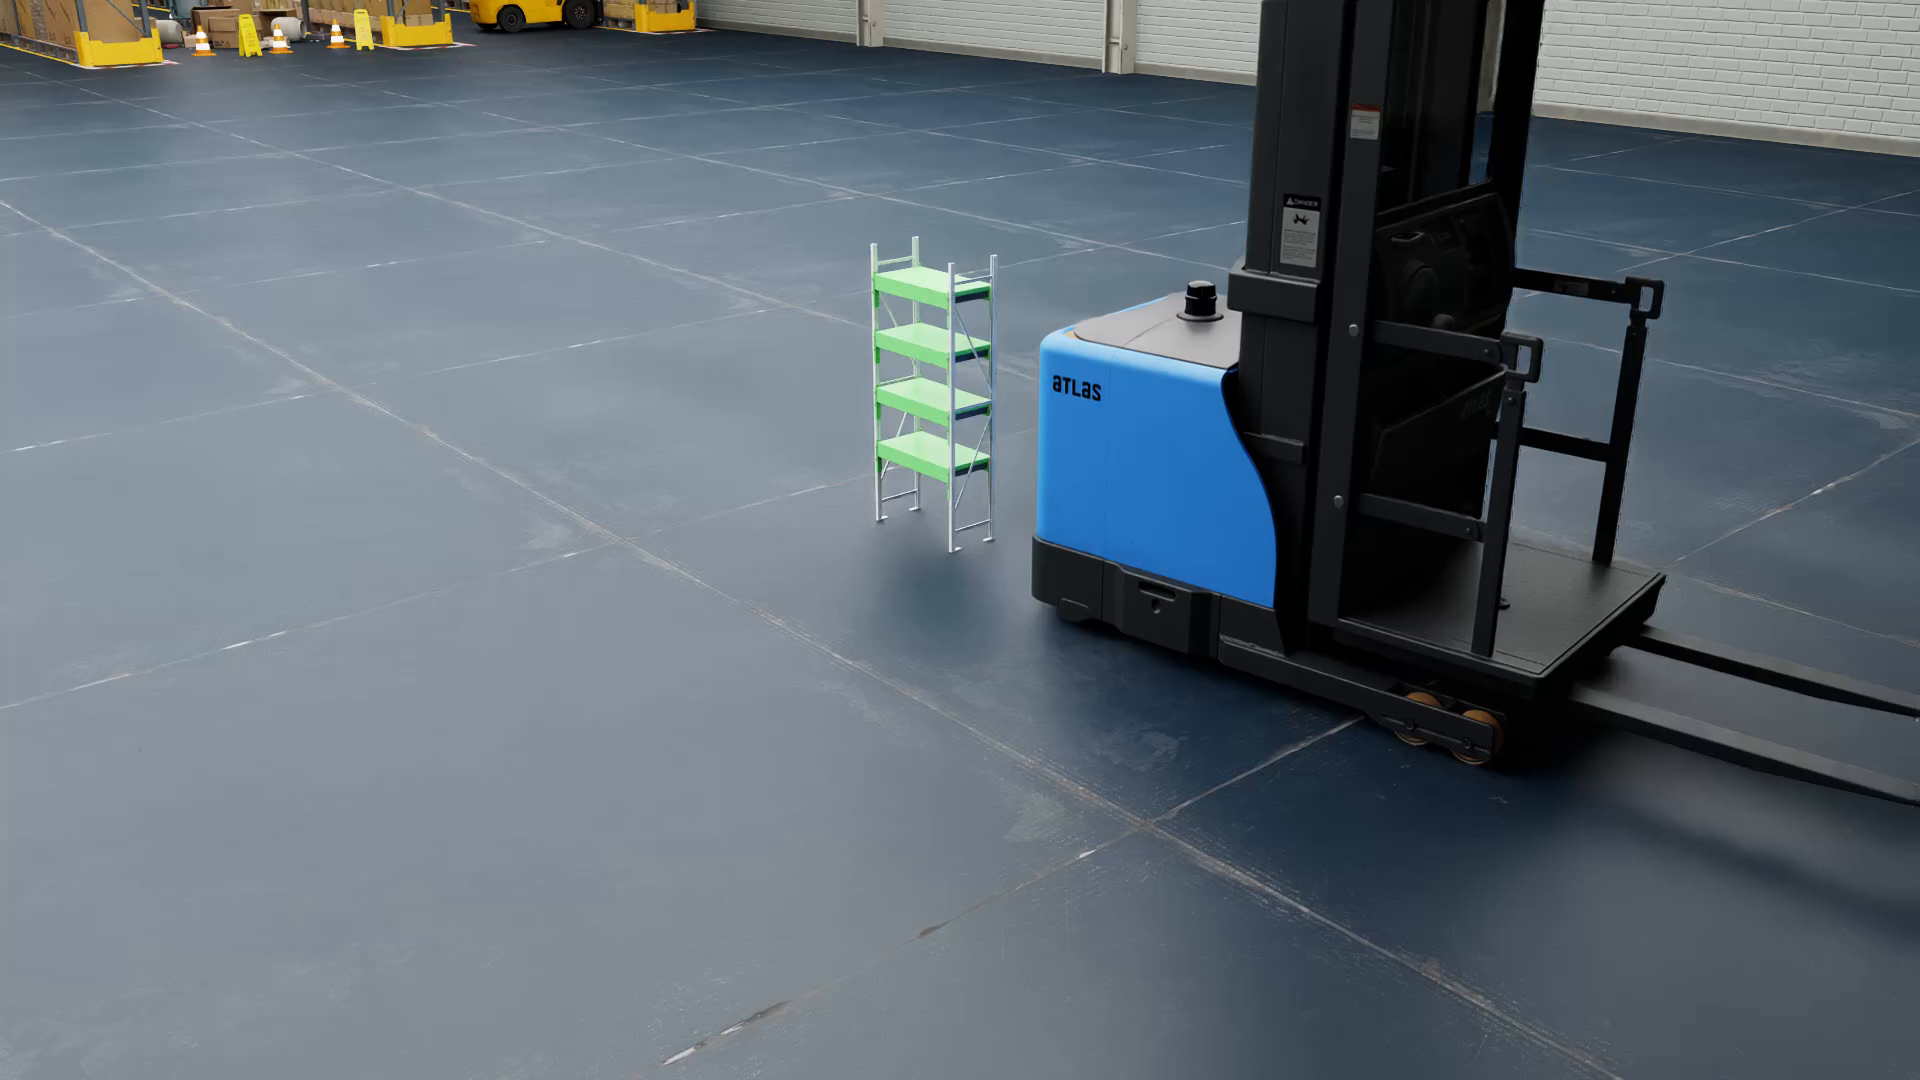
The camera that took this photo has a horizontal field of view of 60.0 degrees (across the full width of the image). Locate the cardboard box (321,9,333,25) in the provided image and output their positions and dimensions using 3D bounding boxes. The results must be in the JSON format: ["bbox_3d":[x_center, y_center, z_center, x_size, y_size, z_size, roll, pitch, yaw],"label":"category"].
[{"bbox_3d":[-11.535,-9.731,30.910,0.500,0.250,0.500,-16,26,-34],"label":"cardboard box"}]

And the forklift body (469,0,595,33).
[{"bbox_3d":[-8.324,-10.960,32.017,2.313,2.155,1.214,-17,27,-37],"label":"forklift body"}]

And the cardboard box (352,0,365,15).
[{"bbox_3d":[-10.525,-9.650,29.674,0.500,0.500,0.500,-16,27,-36],"label":"cardboard box"}]

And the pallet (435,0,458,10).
[{"bbox_3d":[-11.385,-12.392,38.335,1.003,0.211,1.213,-17,27,-37],"label":"pallet"}]

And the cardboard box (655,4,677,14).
[{"bbox_3d":[-5.876,-10.363,32.523,0.500,0.250,0.500,-17,27,-37],"label":"cardboard box"}]

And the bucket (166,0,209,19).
[{"bbox_3d":[-13.921,-9.676,29.980,0.726,0.611,0.620,-8,13,-19],"label":"bucket"}]

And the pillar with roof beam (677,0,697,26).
[{"bbox_3d":[-8.737,-13.441,28.961,9.100,9.000,0.400,-17,27,-37],"label":"pillar with roof beam"}]

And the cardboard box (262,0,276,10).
[{"bbox_3d":[-13.344,-10.694,33.201,0.950,0.372,0.625,-16,27,-36],"label":"cardboard box"}]

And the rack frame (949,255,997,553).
[{"bbox_3d":[0.051,-0.537,6.710,0.240,1.200,0.015,-17,27,-37],"label":"rack frame"}]

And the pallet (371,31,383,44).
[{"bbox_3d":[-10.015,-9.038,29.770,1.003,0.211,1.213,-17,27,-37],"label":"pallet"}]

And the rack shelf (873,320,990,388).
[{"bbox_3d":[-0.108,-0.768,6.818,0.258,0.148,0.480,-17,27,-37],"label":"rack shelf"}]

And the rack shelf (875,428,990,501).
[{"bbox_3d":[-0.108,-0.321,6.993,0.258,0.148,0.480,-17,27,-37],"label":"rack shelf"}]

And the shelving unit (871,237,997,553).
[{"bbox_3d":[-0.108,-0.604,6.882,0.258,1.200,0.503,-17,27,-37],"label":"shelving unit"}]

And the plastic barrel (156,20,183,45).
[{"bbox_3d":[-13.854,-8.834,28.957,0.512,0.421,0.421,0,21,-1],"label":"plastic barrel"}]

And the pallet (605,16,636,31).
[{"bbox_3d":[-6.235,-10.168,32.656,1.003,0.211,1.213,-17,27,-37],"label":"pallet"}]

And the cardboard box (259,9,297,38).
[{"bbox_3d":[-12.404,-9.405,30.308,0.500,0.500,0.500,0,21,-1],"label":"cardboard box"}]

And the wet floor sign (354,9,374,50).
[{"bbox_3d":[-10.148,-8.679,28.259,0.267,0.644,0.232,-8,23,-19],"label":"wet floor sign"}]

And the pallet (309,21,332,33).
[{"bbox_3d":[-11.608,-9.712,31.492,1.003,0.211,1.213,-17,27,-37],"label":"pallet"}]

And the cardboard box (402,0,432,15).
[{"bbox_3d":[-9.795,-9.642,29.655,0.500,0.500,0.500,-19,28,-39],"label":"cardboard box"}]

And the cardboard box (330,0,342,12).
[{"bbox_3d":[-11.197,-9.936,30.406,0.500,0.500,0.500,-16,26,-35],"label":"cardboard box"}]

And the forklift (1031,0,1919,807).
[{"bbox_3d":[1.719,-0.880,5.213,3.031,2.935,1.130,17,27,37],"label":"forklift"}]

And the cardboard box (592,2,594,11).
[{"bbox_3d":[-7.243,-10.653,33.265,0.500,0.250,0.500,-16,27,-36],"label":"cardboard box"}]

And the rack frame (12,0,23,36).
[{"bbox_3d":[-15.757,-9.981,28.355,1.000,3.000,0.127,-17,27,-37],"label":"rack frame"}]

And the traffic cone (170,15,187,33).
[{"bbox_3d":[-14.890,-9.858,31.518,0.336,0.463,0.334,-17,27,-37],"label":"traffic cone"}]

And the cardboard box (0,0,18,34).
[{"bbox_3d":[-16.230,-9.280,29.072,1.050,0.750,0.750,-18,27,-38],"label":"cardboard box"}]

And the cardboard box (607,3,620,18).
[{"bbox_3d":[-6.567,-10.375,32.554,0.500,0.250,0.500,-17,27,-37],"label":"cardboard box"}]

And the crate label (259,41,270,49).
[{"bbox_3d":[-11.899,-8.406,28.257,0.298,0.136,0.250,7,23,18],"label":"crate label"}]

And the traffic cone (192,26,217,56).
[{"bbox_3d":[-12.417,-8.180,27.234,0.336,0.463,0.334,-17,27,-37],"label":"traffic cone"}]

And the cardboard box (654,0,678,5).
[{"bbox_3d":[-5.853,-10.593,32.425,0.500,0.250,0.500,-17,27,-36],"label":"cardboard box"}]

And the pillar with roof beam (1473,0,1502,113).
[{"bbox_3d":[3.013,-8.468,16.264,9.100,9.000,0.400,-17,27,-37],"label":"pillar with roof beam"}]

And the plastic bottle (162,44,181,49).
[{"bbox_3d":[-13.503,-8.455,28.486,0.133,0.061,0.283,12,24,27],"label":"plastic bottle"}]

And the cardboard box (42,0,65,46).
[{"bbox_3d":[-14.214,-8.497,26.902,0.875,0.875,0.875,-18,28,-38],"label":"cardboard box"}]

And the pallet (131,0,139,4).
[{"bbox_3d":[-19.325,-13.002,39.892,1.003,0.211,1.213,-17,27,-37],"label":"pallet"}]

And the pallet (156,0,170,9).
[{"bbox_3d":[-17.732,-12.328,38.171,1.003,0.211,1.213,-17,27,-37],"label":"pallet"}]

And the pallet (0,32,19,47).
[{"bbox_3d":[-16.318,-8.878,29.362,1.003,0.211,1.213,-17,27,-37],"label":"pallet"}]

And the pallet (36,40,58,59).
[{"bbox_3d":[-14.519,-8.117,27.419,1.003,0.211,1.213,-17,27,-37],"label":"pallet"}]

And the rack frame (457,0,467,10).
[{"bbox_3d":[-10.926,-13.476,37.276,1.000,3.000,0.127,-17,27,-37],"label":"rack frame"}]

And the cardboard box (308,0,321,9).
[{"bbox_3d":[-11.892,-10.225,31.143,0.500,0.500,0.500,-16,26,-35],"label":"cardboard box"}]

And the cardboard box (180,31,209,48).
[{"bbox_3d":[-13.239,-8.672,28.761,0.396,0.266,0.258,-12,25,-28],"label":"cardboard box"}]

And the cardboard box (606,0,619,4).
[{"bbox_3d":[-6.578,-10.615,32.481,0.500,0.250,0.500,-18,28,-38],"label":"cardboard box"}]

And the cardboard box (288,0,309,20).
[{"bbox_3d":[-12.417,-10.304,32.206,0.950,0.372,0.625,-17,27,-37],"label":"cardboard box"}]

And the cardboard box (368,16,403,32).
[{"bbox_3d":[-10.209,-9.164,29.462,0.500,0.250,0.500,-18,27,-38],"label":"cardboard box"}]

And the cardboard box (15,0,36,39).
[{"bbox_3d":[-15.399,-8.997,28.180,0.875,0.875,0.875,-17,27,-37],"label":"cardboard box"}]

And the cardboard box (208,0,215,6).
[{"bbox_3d":[-15.651,-11.957,35.737,0.875,0.875,0.875,-17,27,-37],"label":"cardboard box"}]

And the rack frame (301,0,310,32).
[{"bbox_3d":[-12.073,-11.188,31.435,1.000,3.000,0.127,-17,27,-37],"label":"rack frame"}]

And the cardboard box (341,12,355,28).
[{"bbox_3d":[-10.871,-9.445,30.181,0.500,0.250,0.500,-19,28,-39],"label":"cardboard box"}]

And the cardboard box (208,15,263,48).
[{"bbox_3d":[-12.526,-8.803,28.769,0.637,0.503,0.797,3,22,9],"label":"cardboard box"}]

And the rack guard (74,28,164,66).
[{"bbox_3d":[-13.130,-7.706,25.973,1.175,0.500,0.348,-17,27,-37],"label":"rack guard"}]
